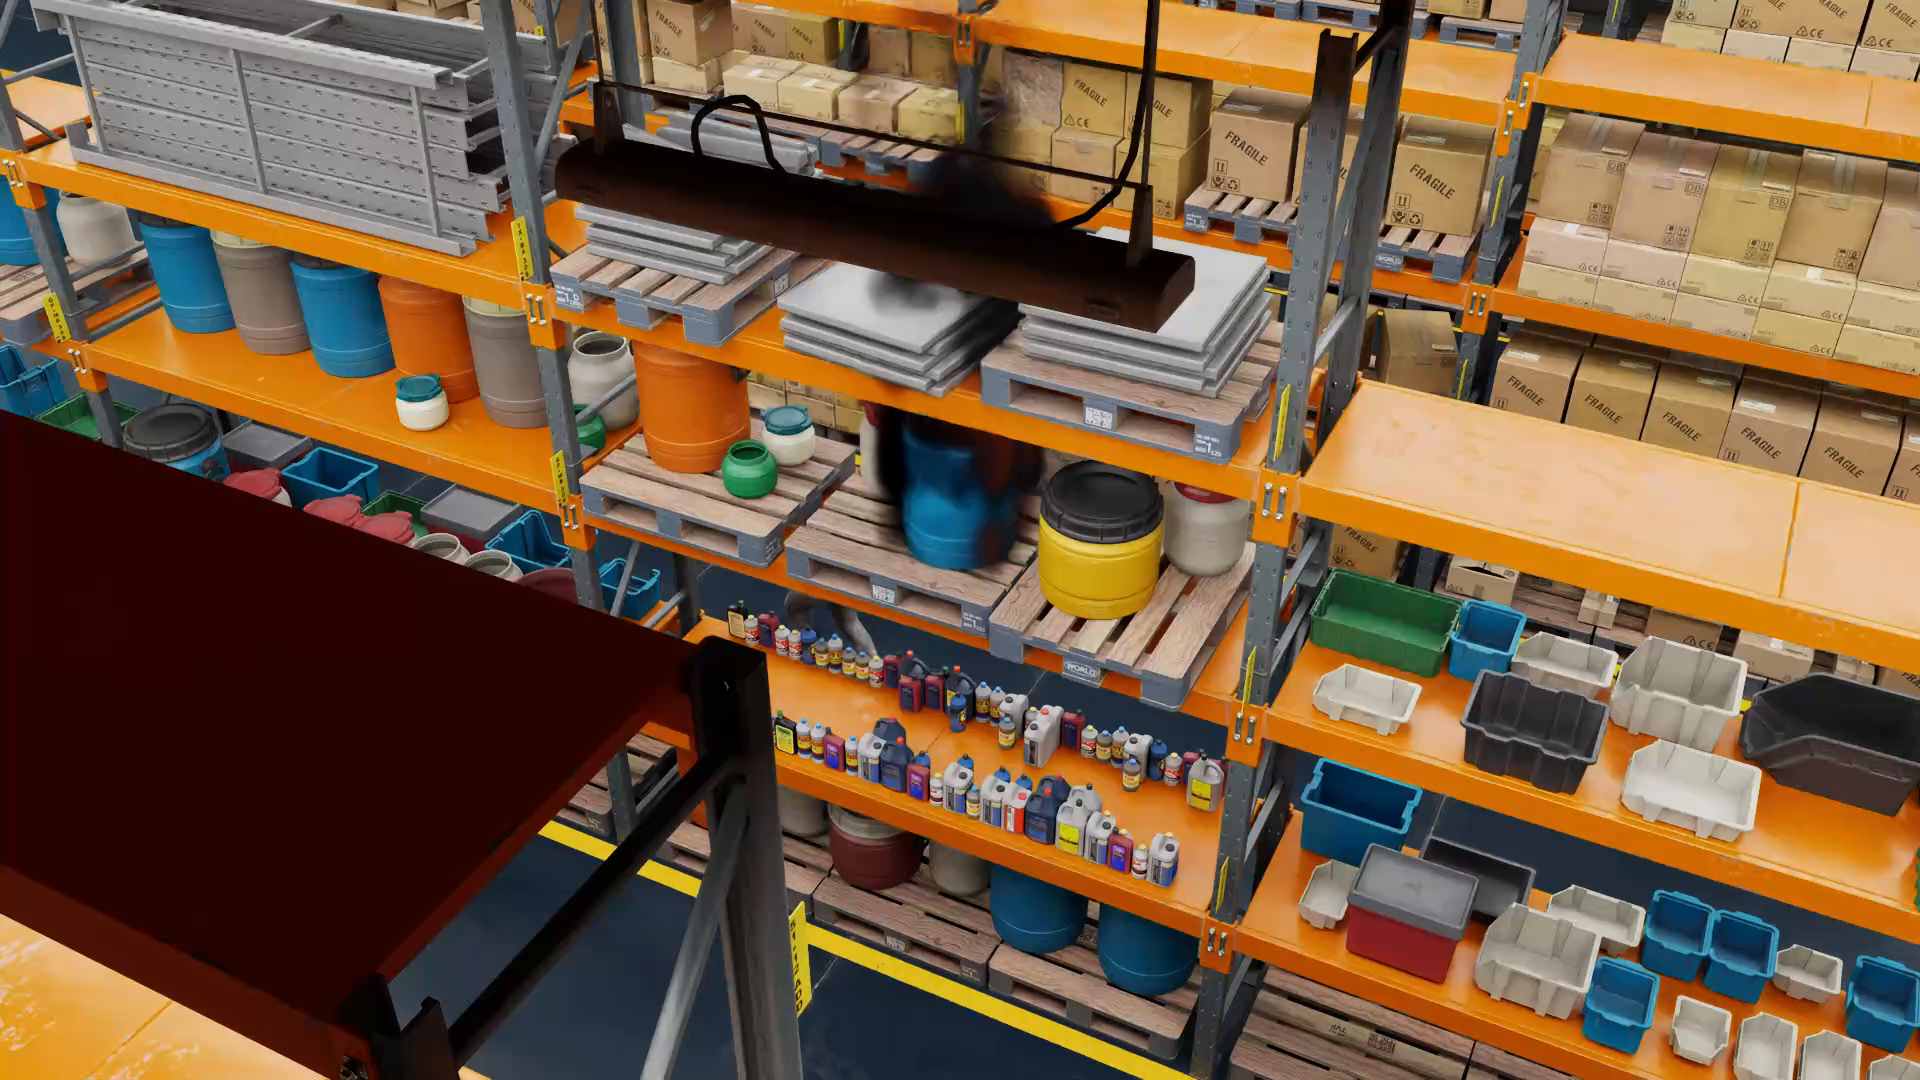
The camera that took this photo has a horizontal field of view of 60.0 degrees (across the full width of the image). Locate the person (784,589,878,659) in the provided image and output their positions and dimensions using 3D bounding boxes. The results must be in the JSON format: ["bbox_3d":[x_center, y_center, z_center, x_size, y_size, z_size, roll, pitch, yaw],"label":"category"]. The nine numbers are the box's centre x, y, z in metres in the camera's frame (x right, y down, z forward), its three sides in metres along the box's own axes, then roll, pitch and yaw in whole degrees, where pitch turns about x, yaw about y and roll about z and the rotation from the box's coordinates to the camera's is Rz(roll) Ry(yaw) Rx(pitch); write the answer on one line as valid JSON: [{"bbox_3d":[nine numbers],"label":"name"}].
[{"bbox_3d":[-0.967,0.343,11.968,1.025,1.731,0.699,24,41,30],"label":"person"}]
